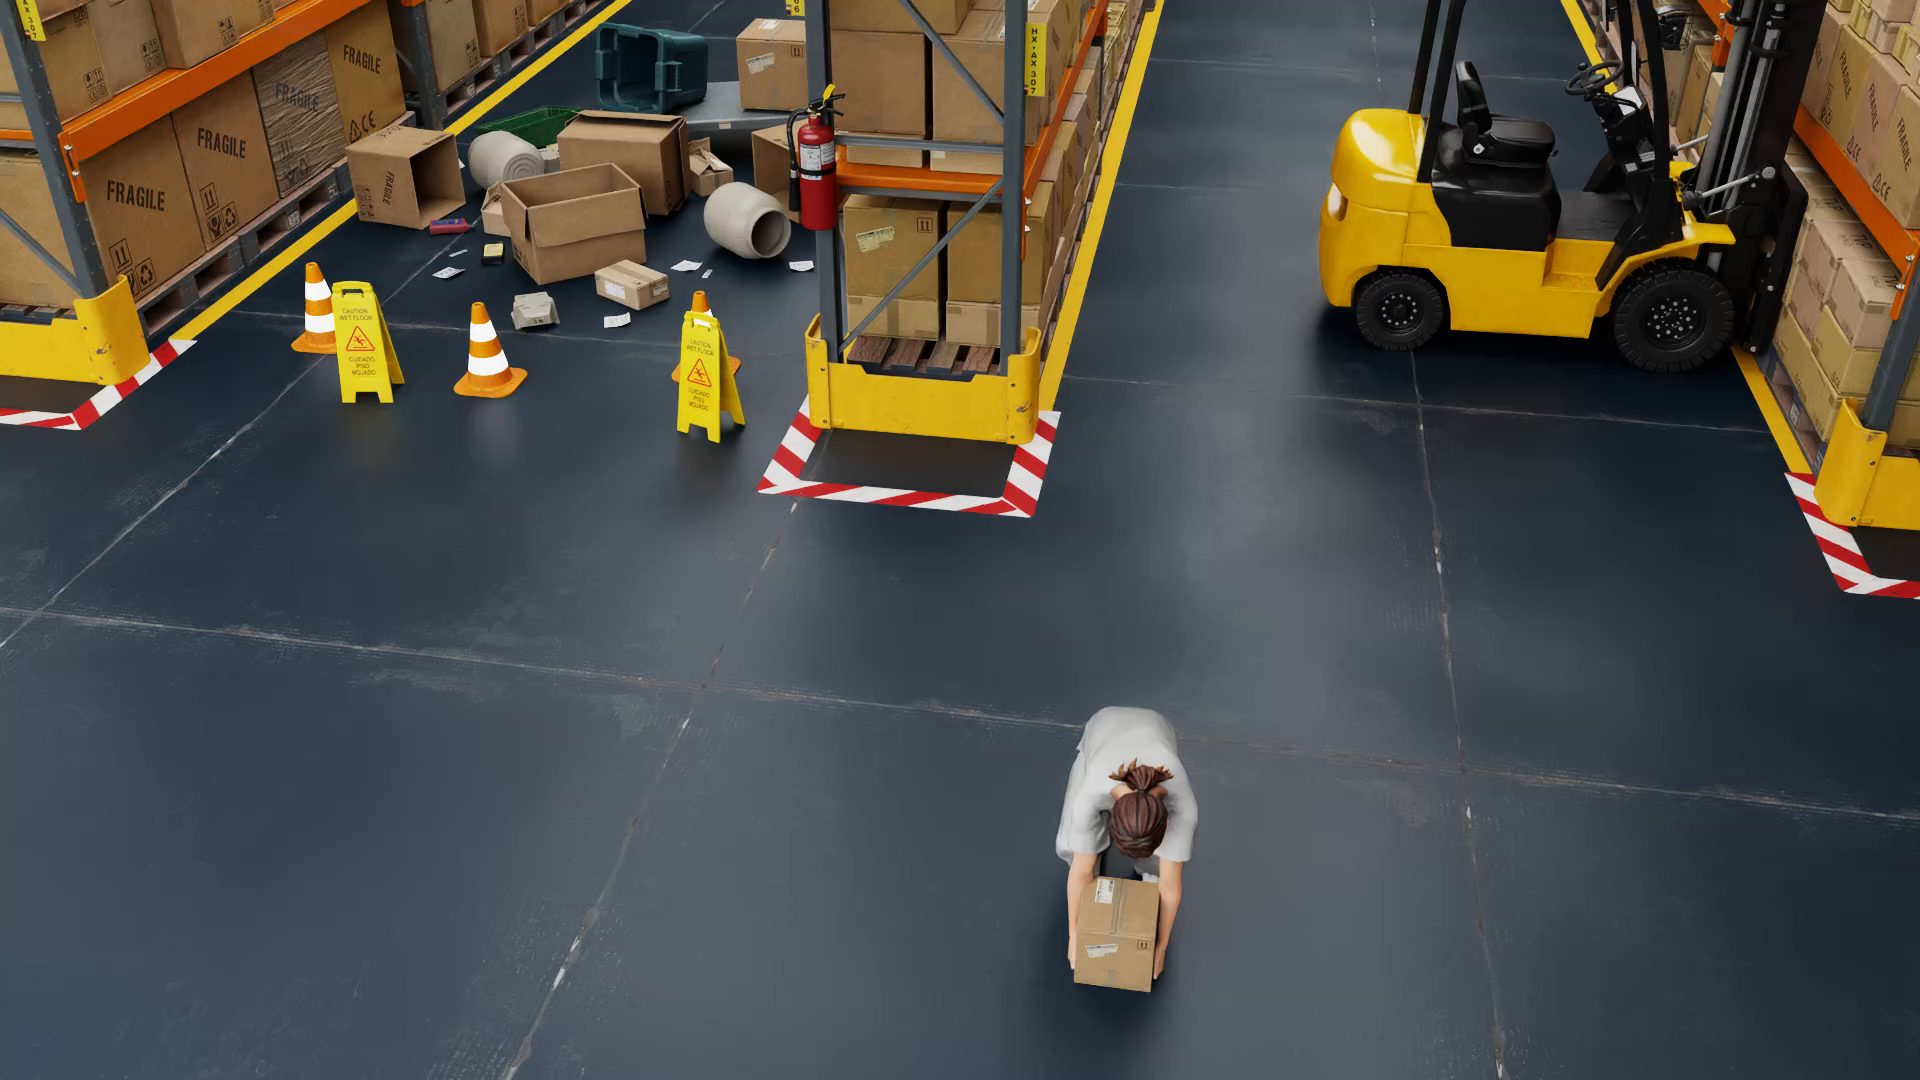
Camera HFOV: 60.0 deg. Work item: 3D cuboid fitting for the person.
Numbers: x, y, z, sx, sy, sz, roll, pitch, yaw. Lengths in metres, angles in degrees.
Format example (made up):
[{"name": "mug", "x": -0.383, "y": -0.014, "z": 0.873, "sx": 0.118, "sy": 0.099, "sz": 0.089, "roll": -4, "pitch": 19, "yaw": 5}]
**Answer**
[{"name": "person", "x": 0.562, "y": 0.950, "z": 5.581, "sx": 0.458, "sy": 0.794, "sz": 0.839, "roll": 5, "pitch": 33, "yaw": 7}]
